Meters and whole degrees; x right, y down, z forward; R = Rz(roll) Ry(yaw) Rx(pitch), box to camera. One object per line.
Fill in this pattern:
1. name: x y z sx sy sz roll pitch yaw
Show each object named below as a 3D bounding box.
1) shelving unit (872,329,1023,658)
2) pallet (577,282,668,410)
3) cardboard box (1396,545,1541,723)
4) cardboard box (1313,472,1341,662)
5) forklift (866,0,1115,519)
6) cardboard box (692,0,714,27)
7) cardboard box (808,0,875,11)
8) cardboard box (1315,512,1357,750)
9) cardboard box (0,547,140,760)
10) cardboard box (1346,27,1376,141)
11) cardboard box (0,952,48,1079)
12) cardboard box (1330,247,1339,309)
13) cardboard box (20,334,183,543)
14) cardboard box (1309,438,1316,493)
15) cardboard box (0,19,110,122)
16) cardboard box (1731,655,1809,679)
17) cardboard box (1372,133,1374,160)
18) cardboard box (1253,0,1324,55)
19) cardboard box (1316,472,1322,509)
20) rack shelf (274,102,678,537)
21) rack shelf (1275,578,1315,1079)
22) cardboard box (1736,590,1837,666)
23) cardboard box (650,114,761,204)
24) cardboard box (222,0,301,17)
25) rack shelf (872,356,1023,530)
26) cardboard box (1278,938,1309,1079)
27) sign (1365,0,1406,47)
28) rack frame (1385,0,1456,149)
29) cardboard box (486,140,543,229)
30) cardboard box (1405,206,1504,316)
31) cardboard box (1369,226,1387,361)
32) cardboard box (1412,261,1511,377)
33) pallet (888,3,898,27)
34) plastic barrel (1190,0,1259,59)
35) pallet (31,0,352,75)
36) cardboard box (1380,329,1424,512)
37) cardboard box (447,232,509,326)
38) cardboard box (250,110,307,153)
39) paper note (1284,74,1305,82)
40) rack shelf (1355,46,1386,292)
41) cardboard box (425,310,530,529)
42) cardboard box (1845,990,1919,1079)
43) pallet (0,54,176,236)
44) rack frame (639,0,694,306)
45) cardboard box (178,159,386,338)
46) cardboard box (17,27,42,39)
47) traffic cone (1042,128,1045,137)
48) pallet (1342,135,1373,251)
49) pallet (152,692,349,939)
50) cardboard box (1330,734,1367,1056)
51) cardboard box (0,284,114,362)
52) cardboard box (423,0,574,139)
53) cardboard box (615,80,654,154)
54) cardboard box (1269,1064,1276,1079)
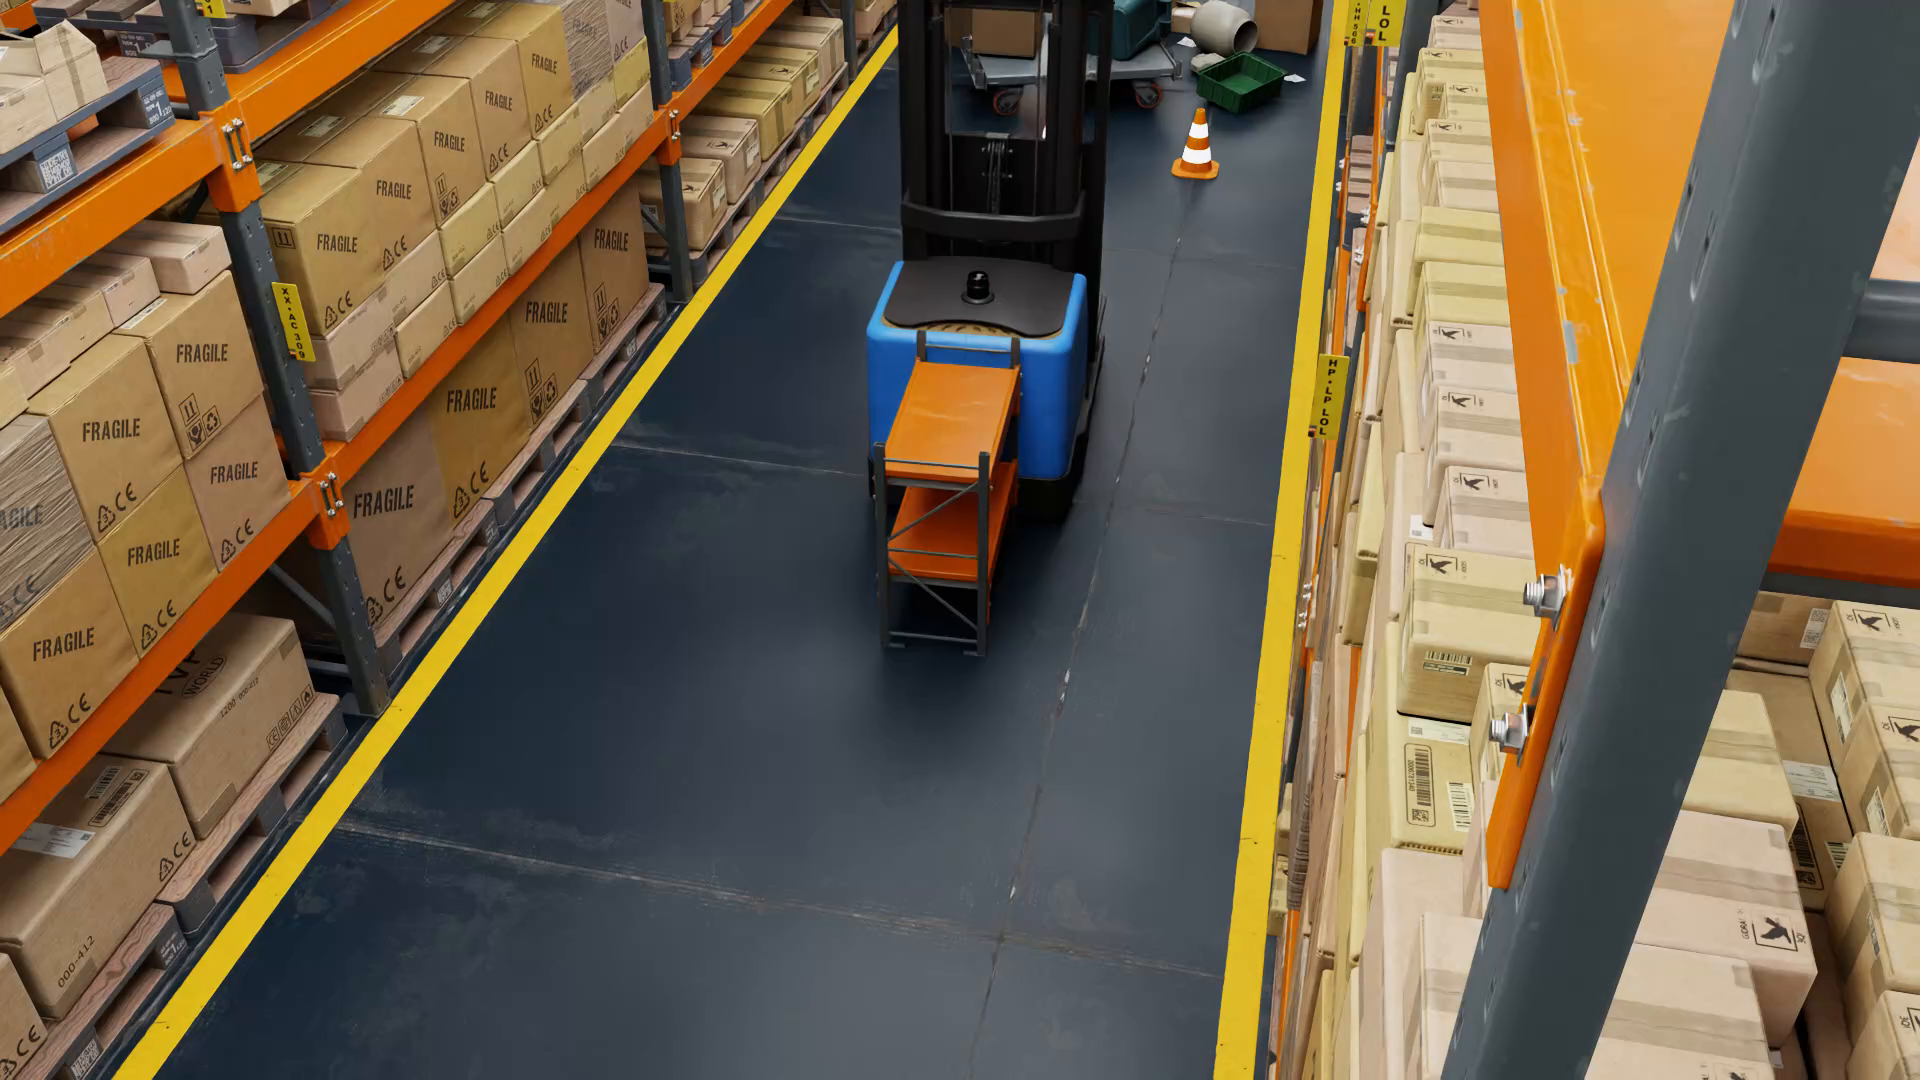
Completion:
1. shelving unit: -0.042 -0.232 7.881 0.538 1.125 1.048 5 36 7
2. pallet: -2.452 -1.231 10.038 1.003 0.211 1.213 7 37 10
3. cardboard box: 0.876 0.160 2.549 0.380 0.149 0.250 8 37 11
4. cardboard box: 1.441 0.145 5.426 0.500 0.500 0.500 7 36 9
5. forklift: 0.268 -2.155 8.995 1.130 2.935 3.031 5 36 7
6. cardboard box: -1.762 -3.343 10.432 0.380 0.149 0.250 5 36 7
7. cardboard box: -0.966 -4.760 13.878 0.500 0.500 0.500 9 37 12
8. cardboard box: 1.225 0.300 4.360 0.500 0.500 0.500 8 37 11
9. cardboard box: -3.111 0.334 5.418 0.500 0.500 0.500 7 36 9
10. cardboard box: 2.481 -2.572 9.428 0.500 0.500 0.500 7 37 10
11. cardboard box: -3.688 1.735 5.396 0.875 0.438 0.875 8 37 11
12. cardboard box: 2.264 -1.336 8.941 0.500 0.250 0.500 6 36 8
13. cardboard box: -3.012 -0.359 5.523 0.500 0.500 0.500 7 36 9
14. cardboard box: 2.038 -0.441 8.344 0.500 0.500 0.500 6 36 9
15. cardboard box: -2.888 -1.474 5.113 0.396 0.266 0.258 8 37 11
16. cardboard box: 1.516 0.184 2.856 0.500 0.250 0.500 8 37 11
17. cardboard box: 2.355 -2.077 8.686 0.380 0.149 0.250 7 36 9
18. cardboard box: 2.831 -4.541 14.357 0.500 0.500 0.500 14 38 18
19. cardboard box: 1.828 -0.160 7.318 0.500 0.250 0.500 9 37 12
20. rack shelf: -2.637 -1.364 8.460 1.077 0.370 4.000 7 37 10
21. rack shelf: 1.366 1.491 4.520 1.077 0.370 4.000 7 37 10
22. cardboard box: 1.436 0.081 2.658 0.380 0.149 0.250 8 37 11
23. cardboard box: -1.930 -2.655 11.509 0.950 0.372 0.625 7 36 9
24. cardboard box: -2.615 -2.082 6.038 0.396 0.266 0.258 7 37 10
25. rack shelf: -0.042 -0.469 7.710 0.538 0.278 1.000 5 36 7
26. cardboard box: 0.997 1.309 3.819 0.500 0.500 0.500 7 37 10
27. sign: 1.250 -1.597 4.836 0.100 0.325 0.005 7 37 10
28. rack frame: 1.793 -2.376 4.130 1.000 3.000 0.127 7 37 10
29. cardboard box: -2.371 -1.746 8.075 0.500 0.250 0.500 6 36 9
30. cardboard box: 1.167 -0.580 3.571 0.380 0.149 0.250 9 37 12
31. cardboard box: 1.338 -0.580 4.336 0.500 0.250 0.500 7 36 9
32. cardboard box: 1.124 -0.429 3.362 0.380 0.149 0.250 6 36 9
33. pallet: -0.988 -5.058 15.318 1.003 0.211 1.213 7 37 10
34. plastic barrel: 2.246 -4.333 14.137 0.421 0.421 0.512 -24 42 -30
35. pallet: -2.917 -2.178 6.576 0.805 0.209 1.217 6 36 8
36. cardboard box: 1.128 -0.180 3.358 0.500 0.250 0.500 6 36 8
37. cardboard box: -2.478 -1.256 7.825 0.500 0.250 0.500 7 37 10
38. cardboard box: -3.111 -1.540 7.151 0.500 0.500 0.500 8 37 11
39. paper note: 2.761 -3.830 13.778 0.147 0.020 0.142 -17 39 -22
40. rack shelf: 2.220 -2.016 6.803 1.077 0.370 4.000 7 37 10
41. cardboard box: -2.825 -0.703 8.387 0.875 0.875 0.875 8 37 11
42. cardboard box: 1.231 0.672 1.843 0.380 0.149 0.250 7 37 10
43. pallet: -3.249 -1.220 5.167 1.003 0.211 1.213 7 37 10
44. rack frame: -2.210 -2.802 9.831 1.000 3.000 0.127 7 37 10
45. cardboard box: -2.689 -1.171 6.642 0.500 0.500 0.500 8 37 11
46. cardboard box: -6.781 -3.362 12.269 0.875 0.625 0.625 8 37 11
47. traffic cone: 0.662 -2.890 12.114 0.336 0.463 0.334 7 37 10
48. pallet: 2.599 -1.740 8.529 1.213 0.211 1.003 7 37 10
49. pallet: -3.303 1.046 6.897 1.003 0.211 1.213 7 37 10
50. cardboard box: 0.879 0.605 2.701 0.500 0.250 0.500 7 37 10
51. cardboard box: -3.044 -0.721 5.470 0.380 0.149 0.250 7 37 10
52. cardboard box: -2.279 -2.339 8.255 0.500 0.500 0.500 7 37 10
53. cardboard box: -2.064 -2.419 9.430 0.500 0.250 0.500 6 36 8
54. cardboard box: 1.162 1.831 5.255 0.380 0.149 0.250 7 37 10
